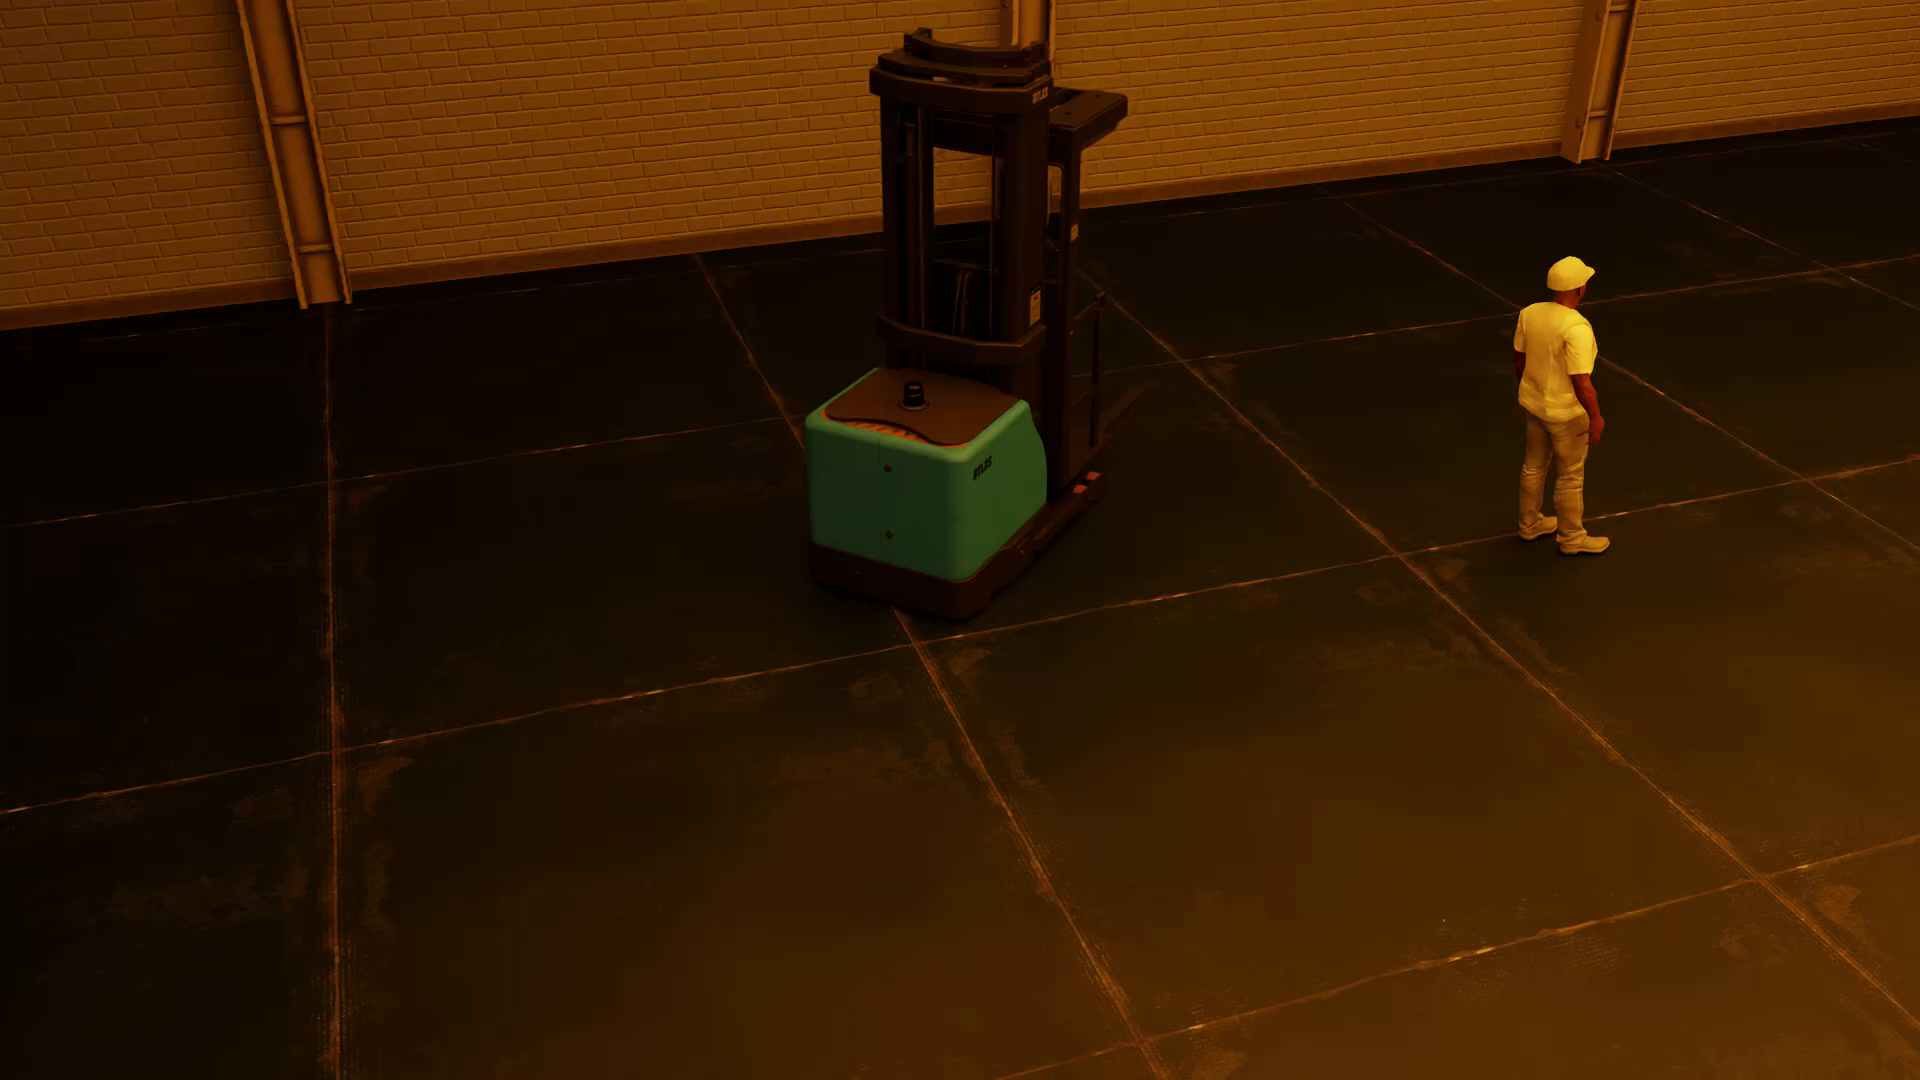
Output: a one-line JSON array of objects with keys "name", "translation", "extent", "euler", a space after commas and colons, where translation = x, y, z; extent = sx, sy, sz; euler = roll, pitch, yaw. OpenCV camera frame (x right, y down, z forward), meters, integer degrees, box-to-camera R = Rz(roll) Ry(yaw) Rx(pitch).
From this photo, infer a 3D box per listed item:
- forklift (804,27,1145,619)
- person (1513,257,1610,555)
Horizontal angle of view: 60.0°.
[{"name": "forklift", "translation": [0.269, -1.544, 9.771], "extent": [1.130, 2.935, 3.031], "euler": [15, 33, 24]}, {"name": "person", "translation": [3.504, -0.793, 9.619], "extent": [0.576, 1.766, 0.665], "euler": [-11, 32, -19]}]
